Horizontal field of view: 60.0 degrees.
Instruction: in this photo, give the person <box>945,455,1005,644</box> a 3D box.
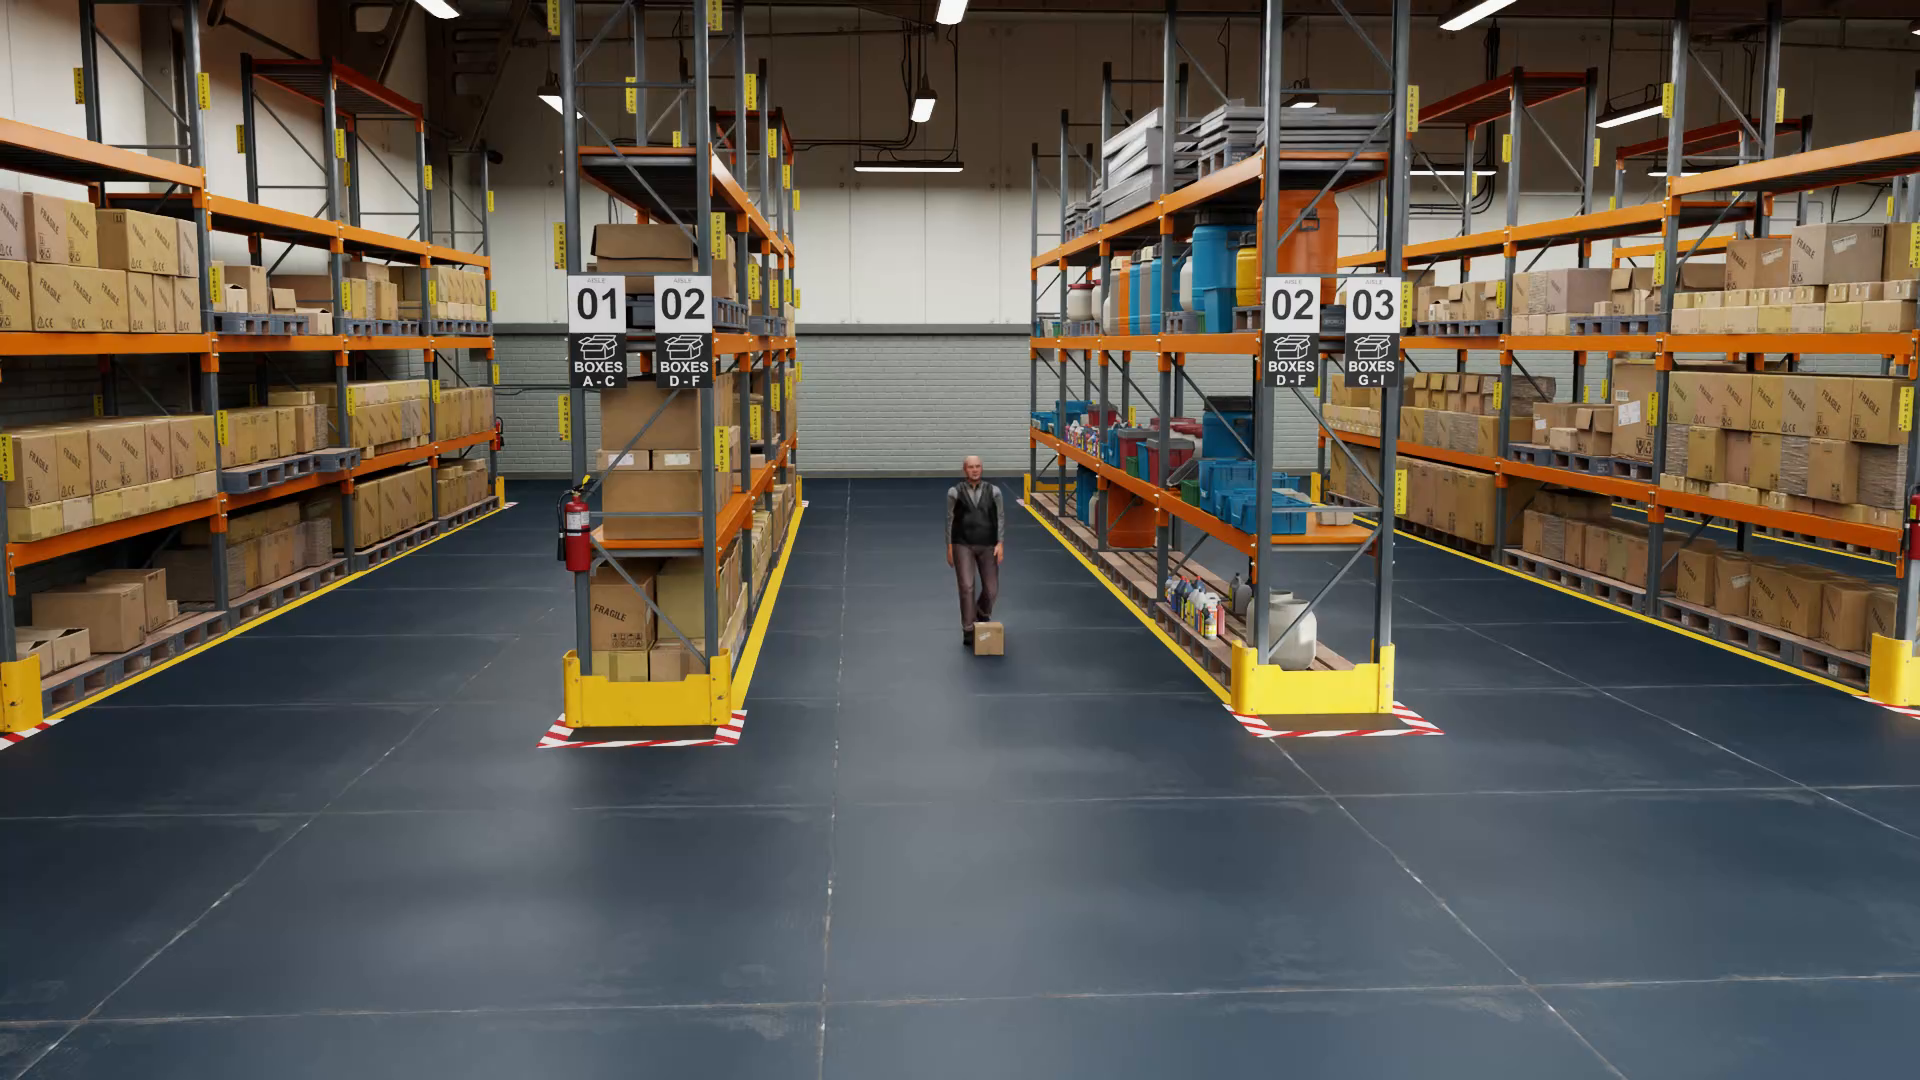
[{"bbox_3d":[0.150,0.075,15.210,0.545,1.693,0.824,-1,7,-7],"label":"person"}]
